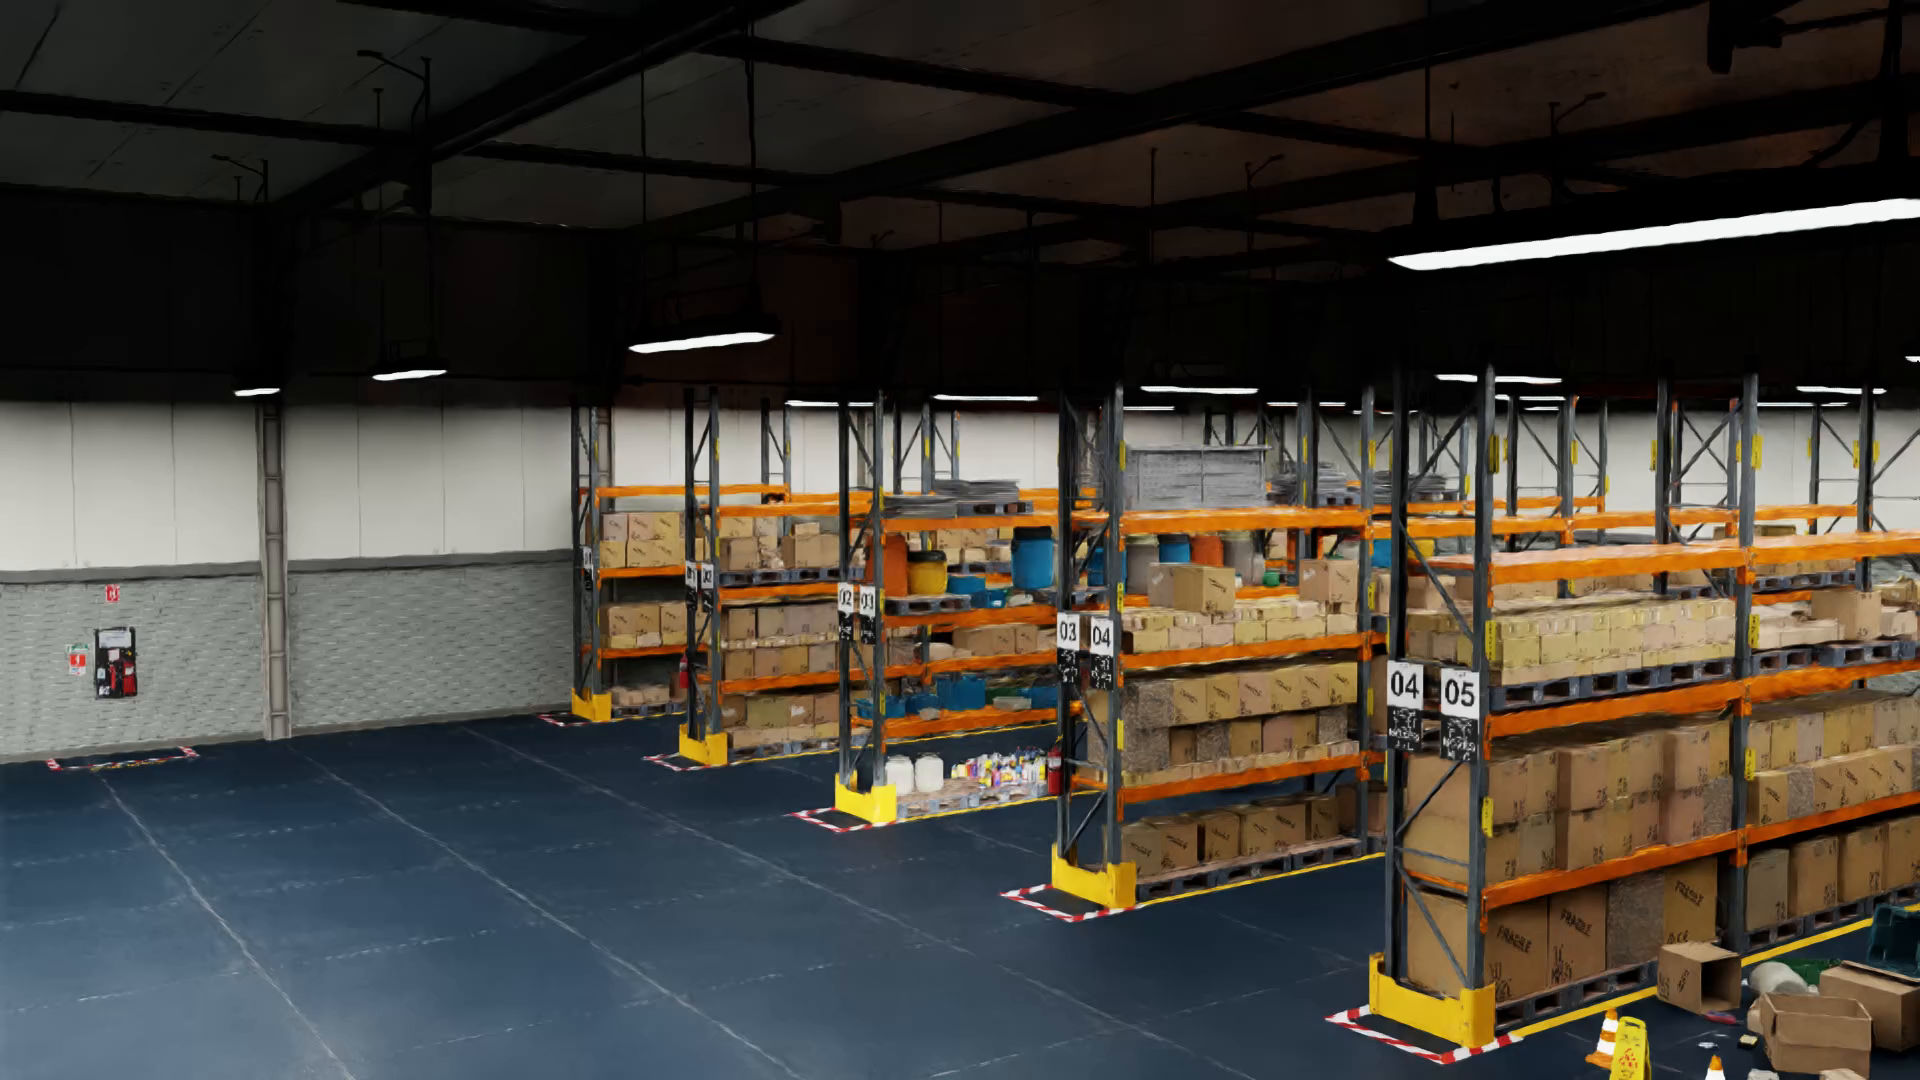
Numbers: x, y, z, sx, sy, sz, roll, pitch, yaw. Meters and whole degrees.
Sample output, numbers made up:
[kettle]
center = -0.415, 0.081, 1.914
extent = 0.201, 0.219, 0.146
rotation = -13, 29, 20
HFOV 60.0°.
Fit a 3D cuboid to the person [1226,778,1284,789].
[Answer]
[person]
center = 4.357, 2.889, 24.562
extent = 1.091, 1.560, 0.445
rotation = -3, 4, -36
